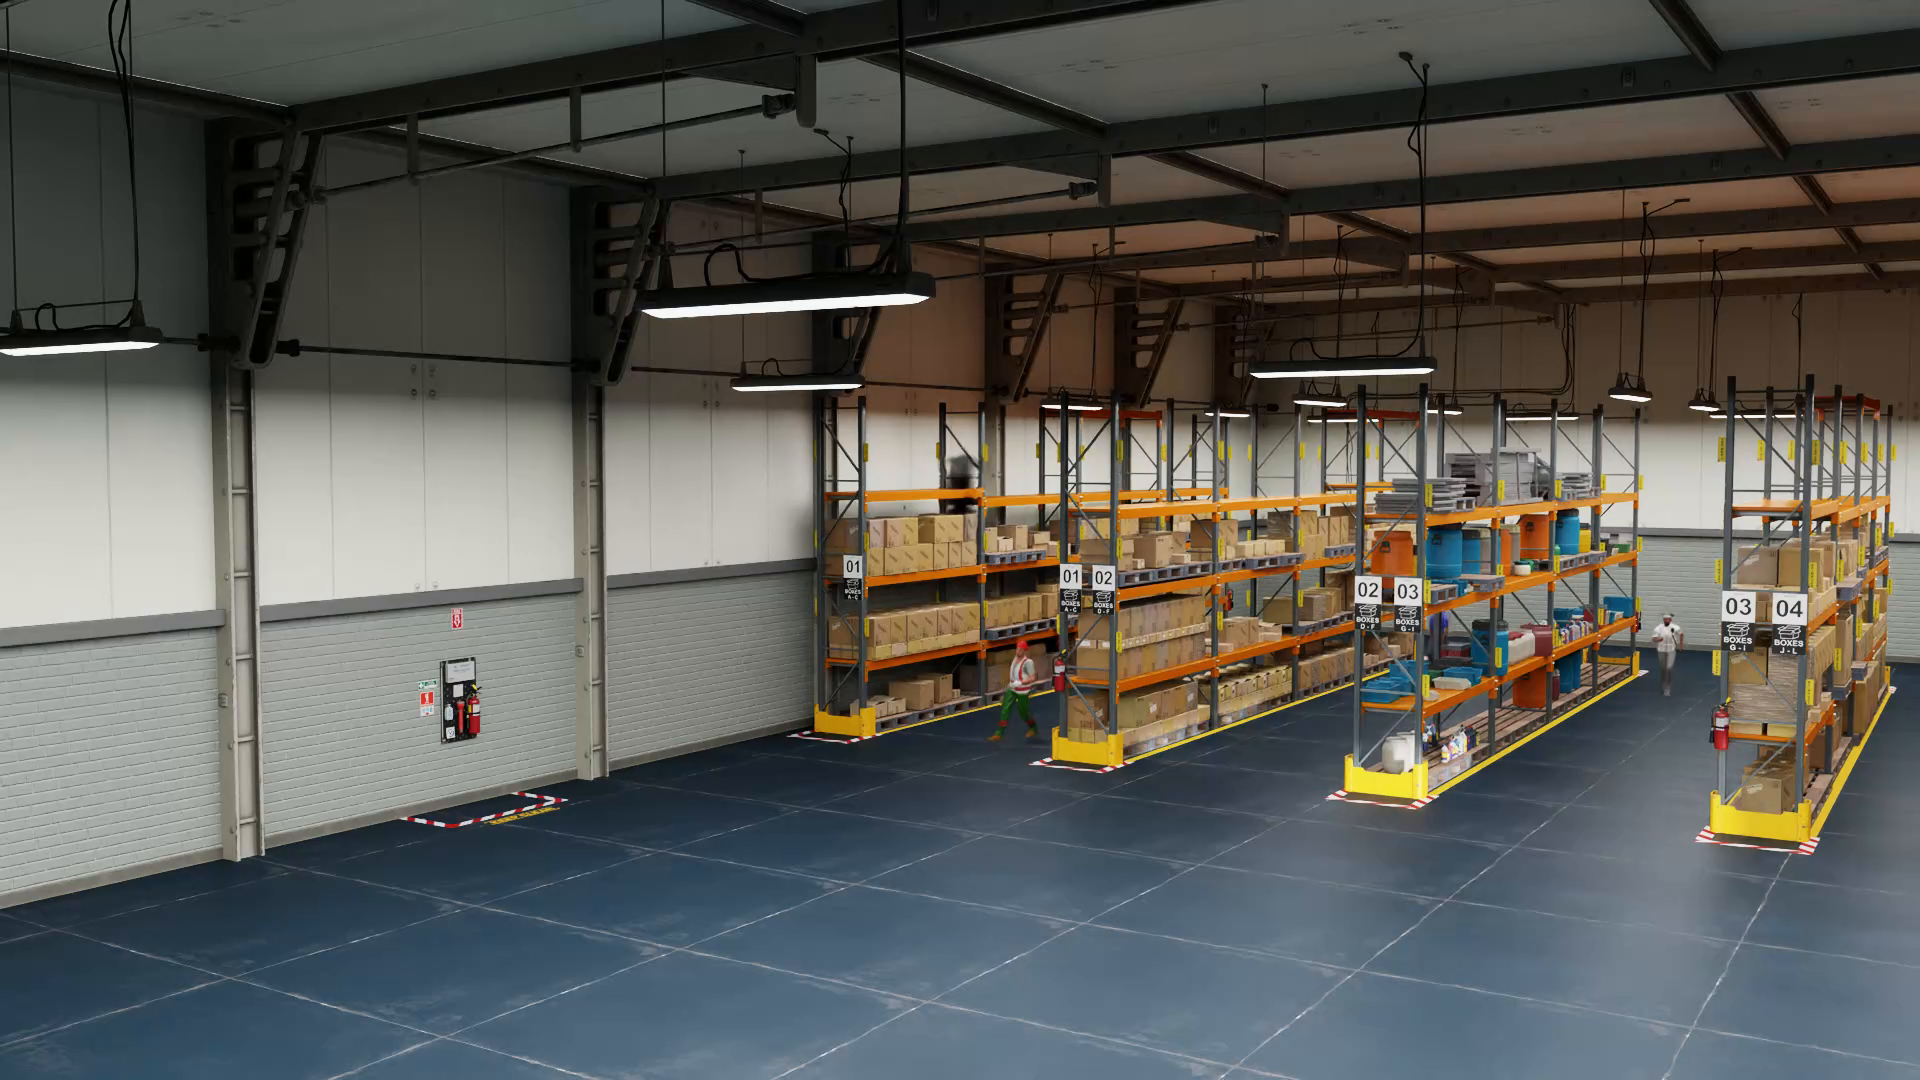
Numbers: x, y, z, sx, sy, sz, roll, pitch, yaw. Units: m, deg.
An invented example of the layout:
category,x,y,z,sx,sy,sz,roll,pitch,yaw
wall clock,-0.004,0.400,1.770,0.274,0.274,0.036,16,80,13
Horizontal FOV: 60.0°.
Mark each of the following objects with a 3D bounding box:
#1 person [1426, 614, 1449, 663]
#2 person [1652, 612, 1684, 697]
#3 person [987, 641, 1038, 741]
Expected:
category,x,y,z,sx,sy,sz,roll,pitch,yaw
person,10.720,2.237,37.340,0.558,1.593,0.765,2,4,33
person,14.648,2.341,34.446,0.561,1.739,0.861,2,4,32
person,1.011,2.580,28.480,1.063,1.724,0.713,-3,4,-44
